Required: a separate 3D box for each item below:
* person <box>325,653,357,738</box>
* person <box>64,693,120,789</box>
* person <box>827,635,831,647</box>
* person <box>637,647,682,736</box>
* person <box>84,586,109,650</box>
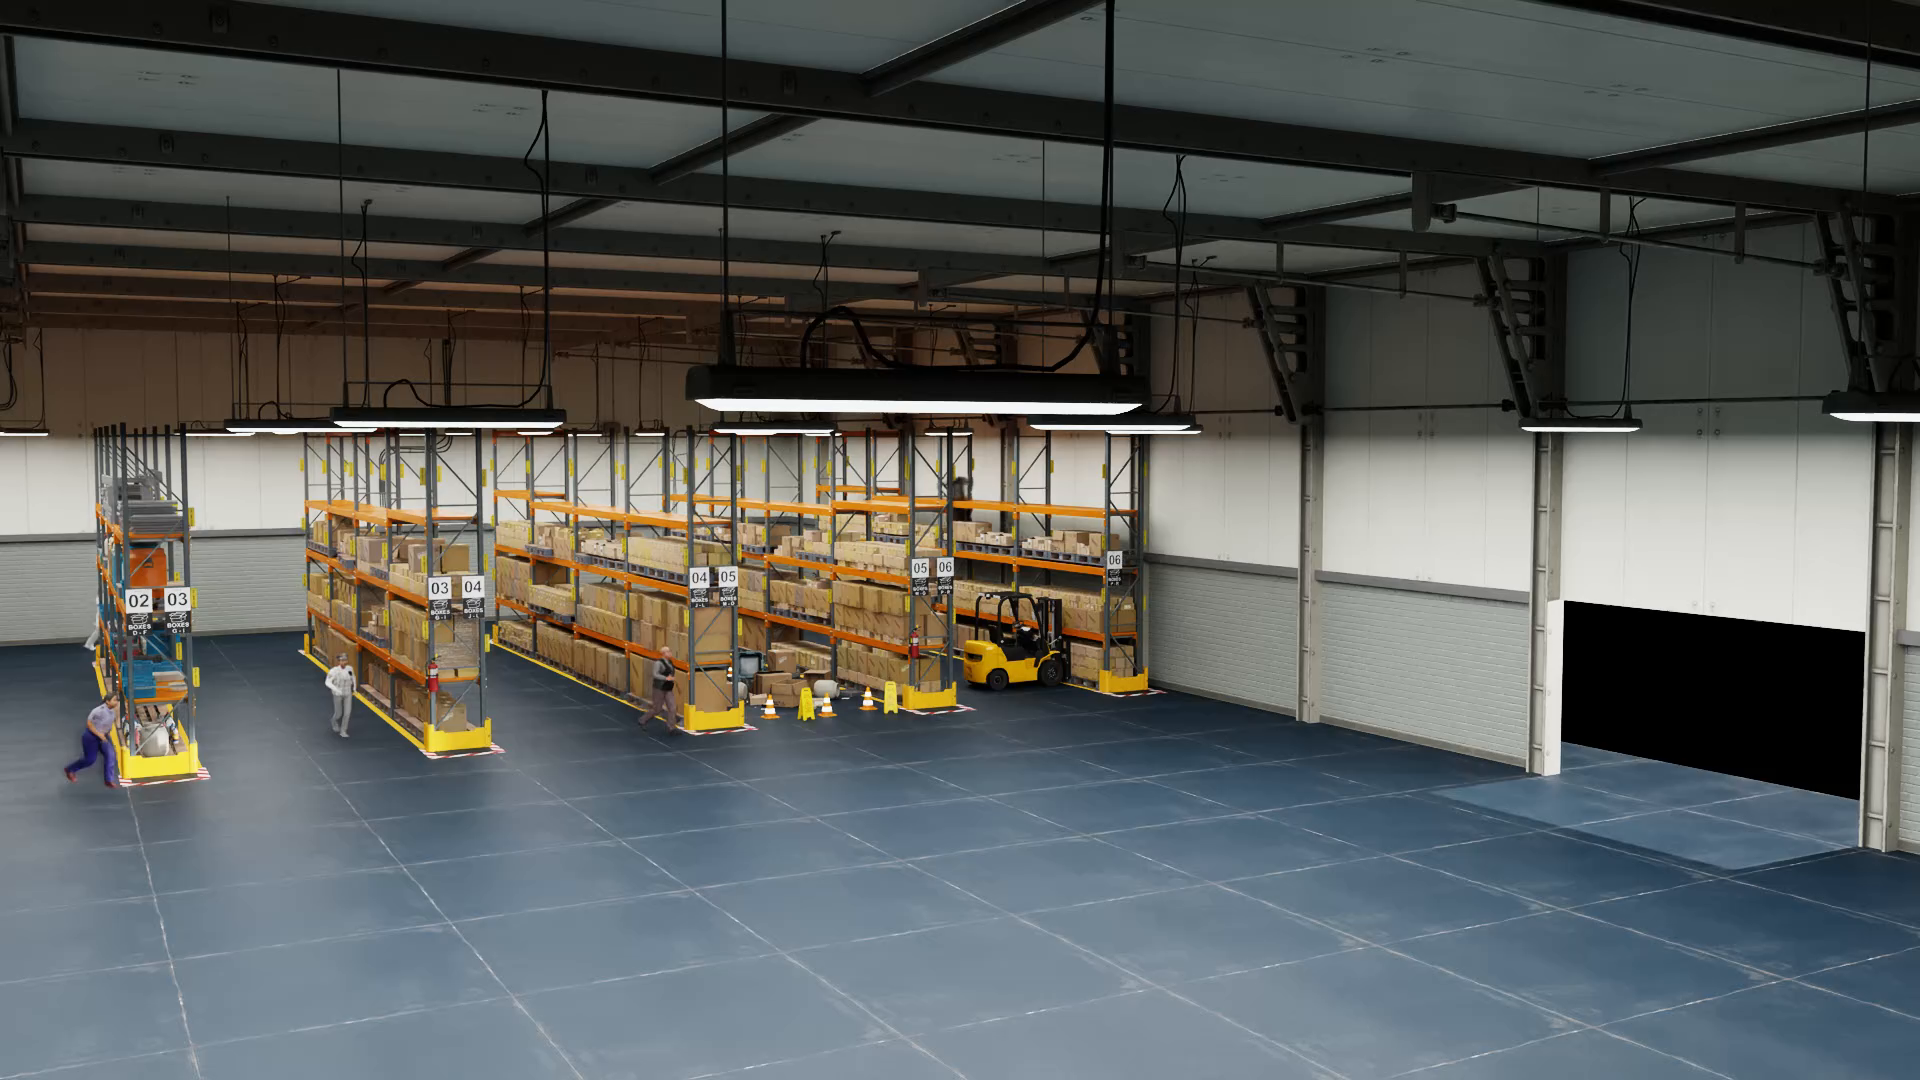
[{"bbox_3d":[-11.940,2.974,32.074,0.610,1.640,0.716,-2,4,-35],"label":"person"},{"bbox_3d":[-14.262,3.303,27.327,0.957,1.612,0.628,0,3,4],"label":"person"},{"bbox_3d":[-3.389,2.180,43.976,0.651,1.810,0.829,-1,4,-18],"label":"person"},{"bbox_3d":[-5.773,2.913,32.140,0.941,1.709,0.660,2,4,26],"label":"person"},{"bbox_3d":[-23.063,2.128,44.831,0.979,1.830,0.729,0,3,-2],"label":"person"}]
